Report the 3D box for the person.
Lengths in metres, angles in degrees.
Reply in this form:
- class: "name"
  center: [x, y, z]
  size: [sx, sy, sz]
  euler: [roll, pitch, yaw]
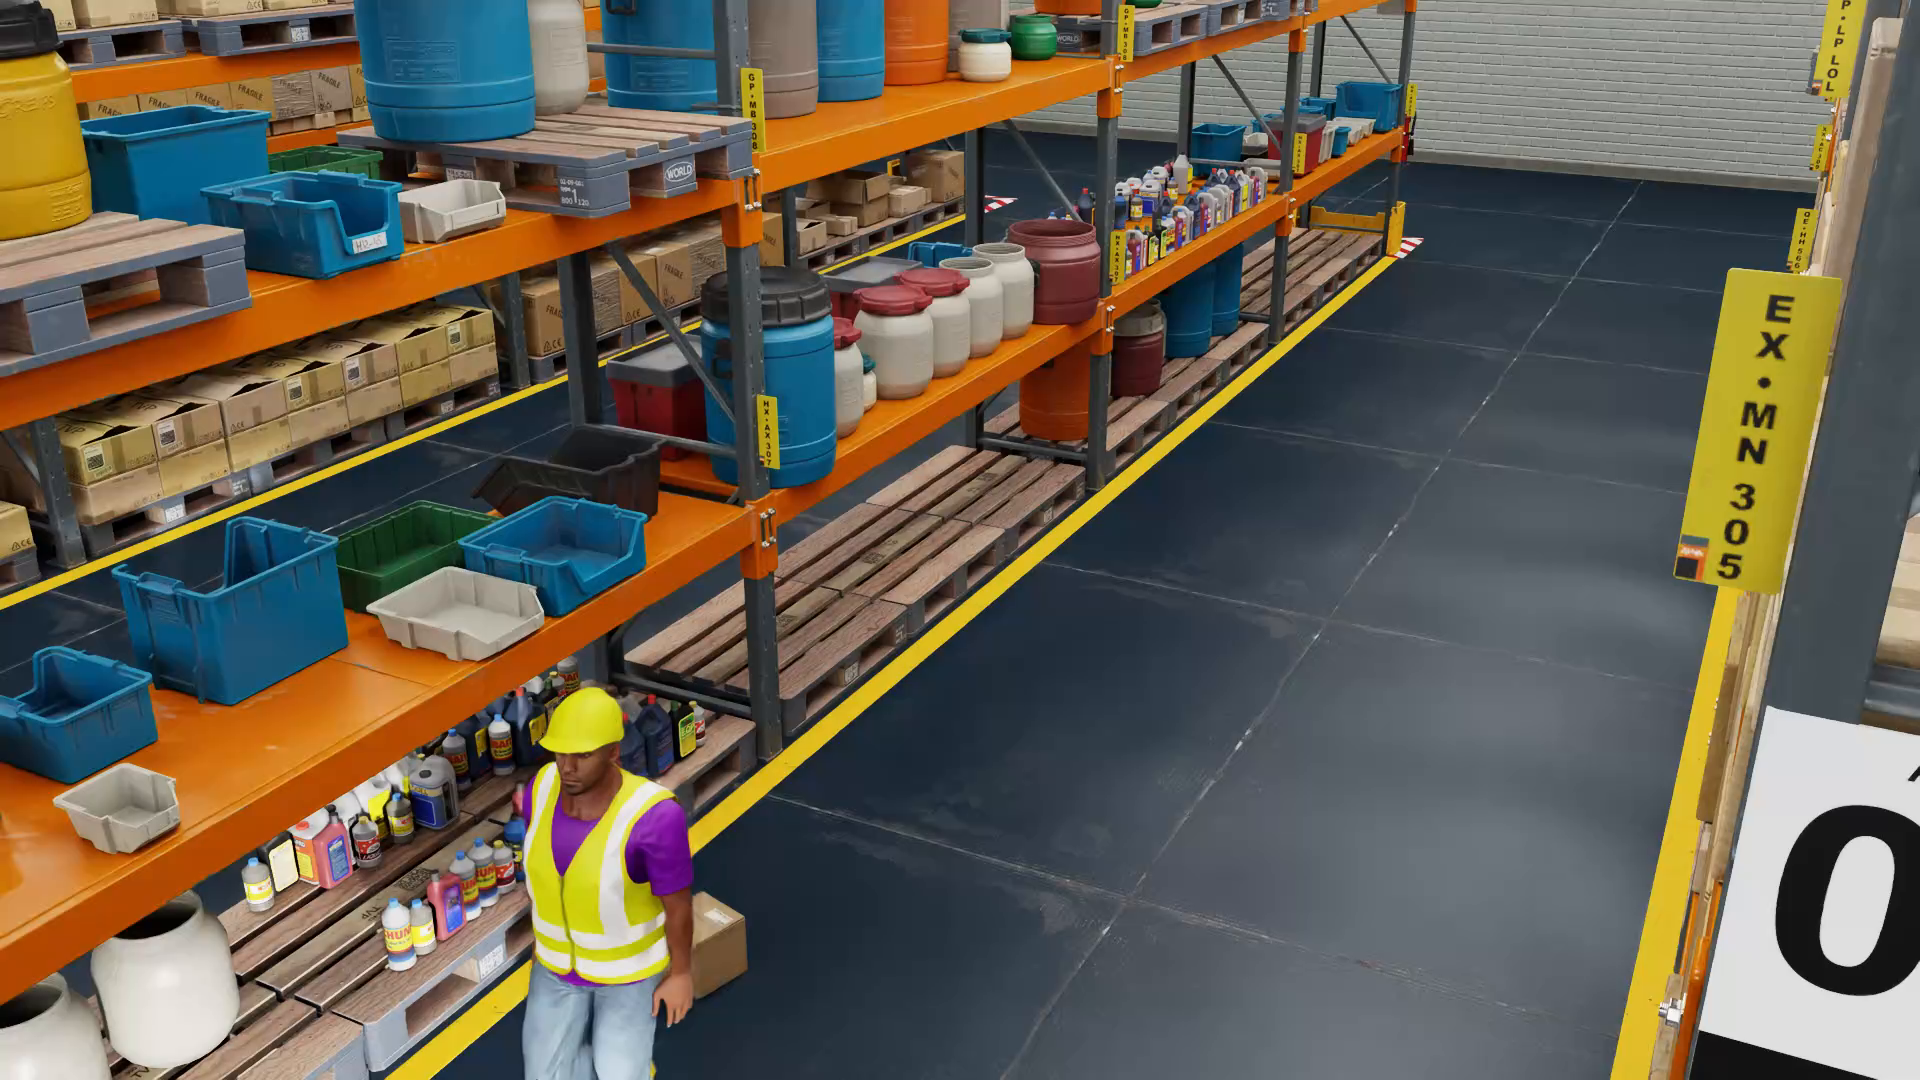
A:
- class: "person"
  center: [-1.059, 1.241, 5.004]
  size: [0.573, 1.756, 0.517]
  euler: [9, 24, 21]
